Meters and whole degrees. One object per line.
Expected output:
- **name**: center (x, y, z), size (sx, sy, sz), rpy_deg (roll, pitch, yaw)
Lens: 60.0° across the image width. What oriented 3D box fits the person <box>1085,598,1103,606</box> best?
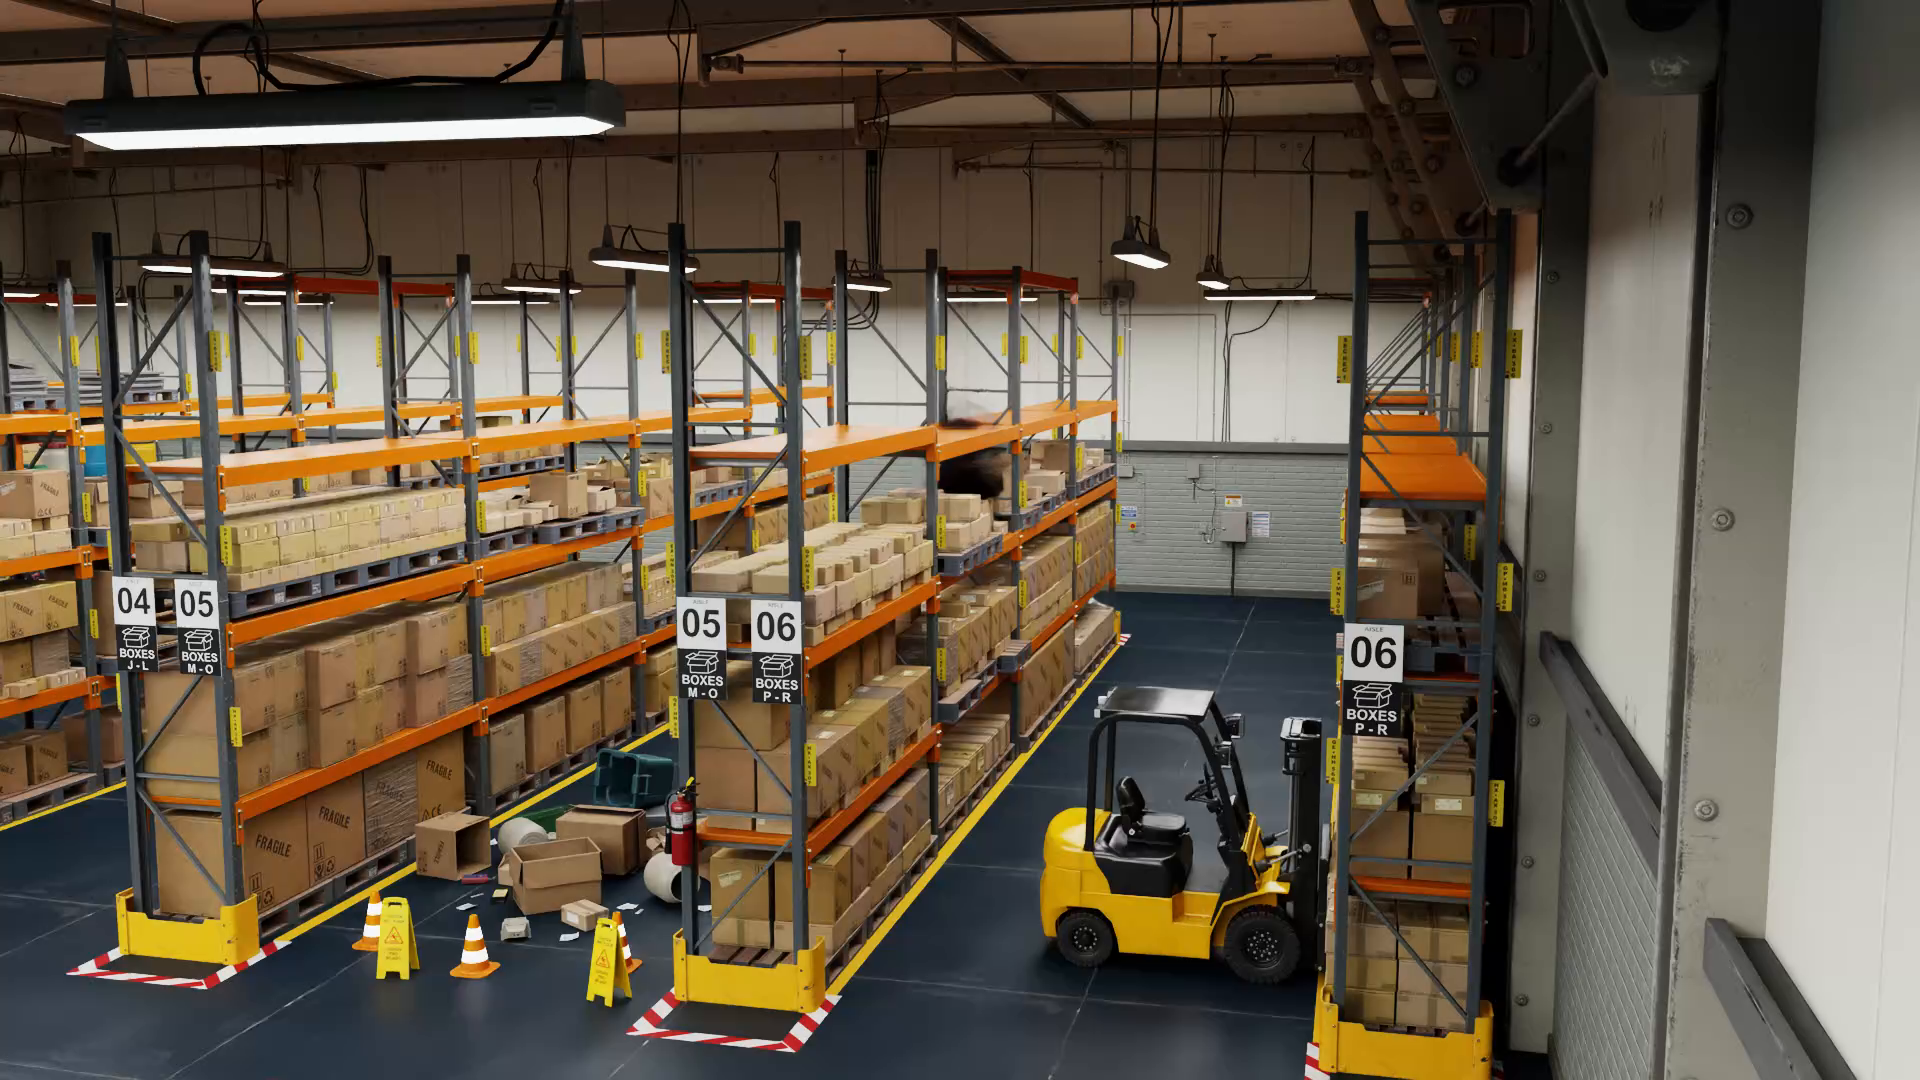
- **person**: center (2.168, 0.701, 29.631), size (0.757, 1.722, 0.711), rpy_deg (5, 8, 34)
